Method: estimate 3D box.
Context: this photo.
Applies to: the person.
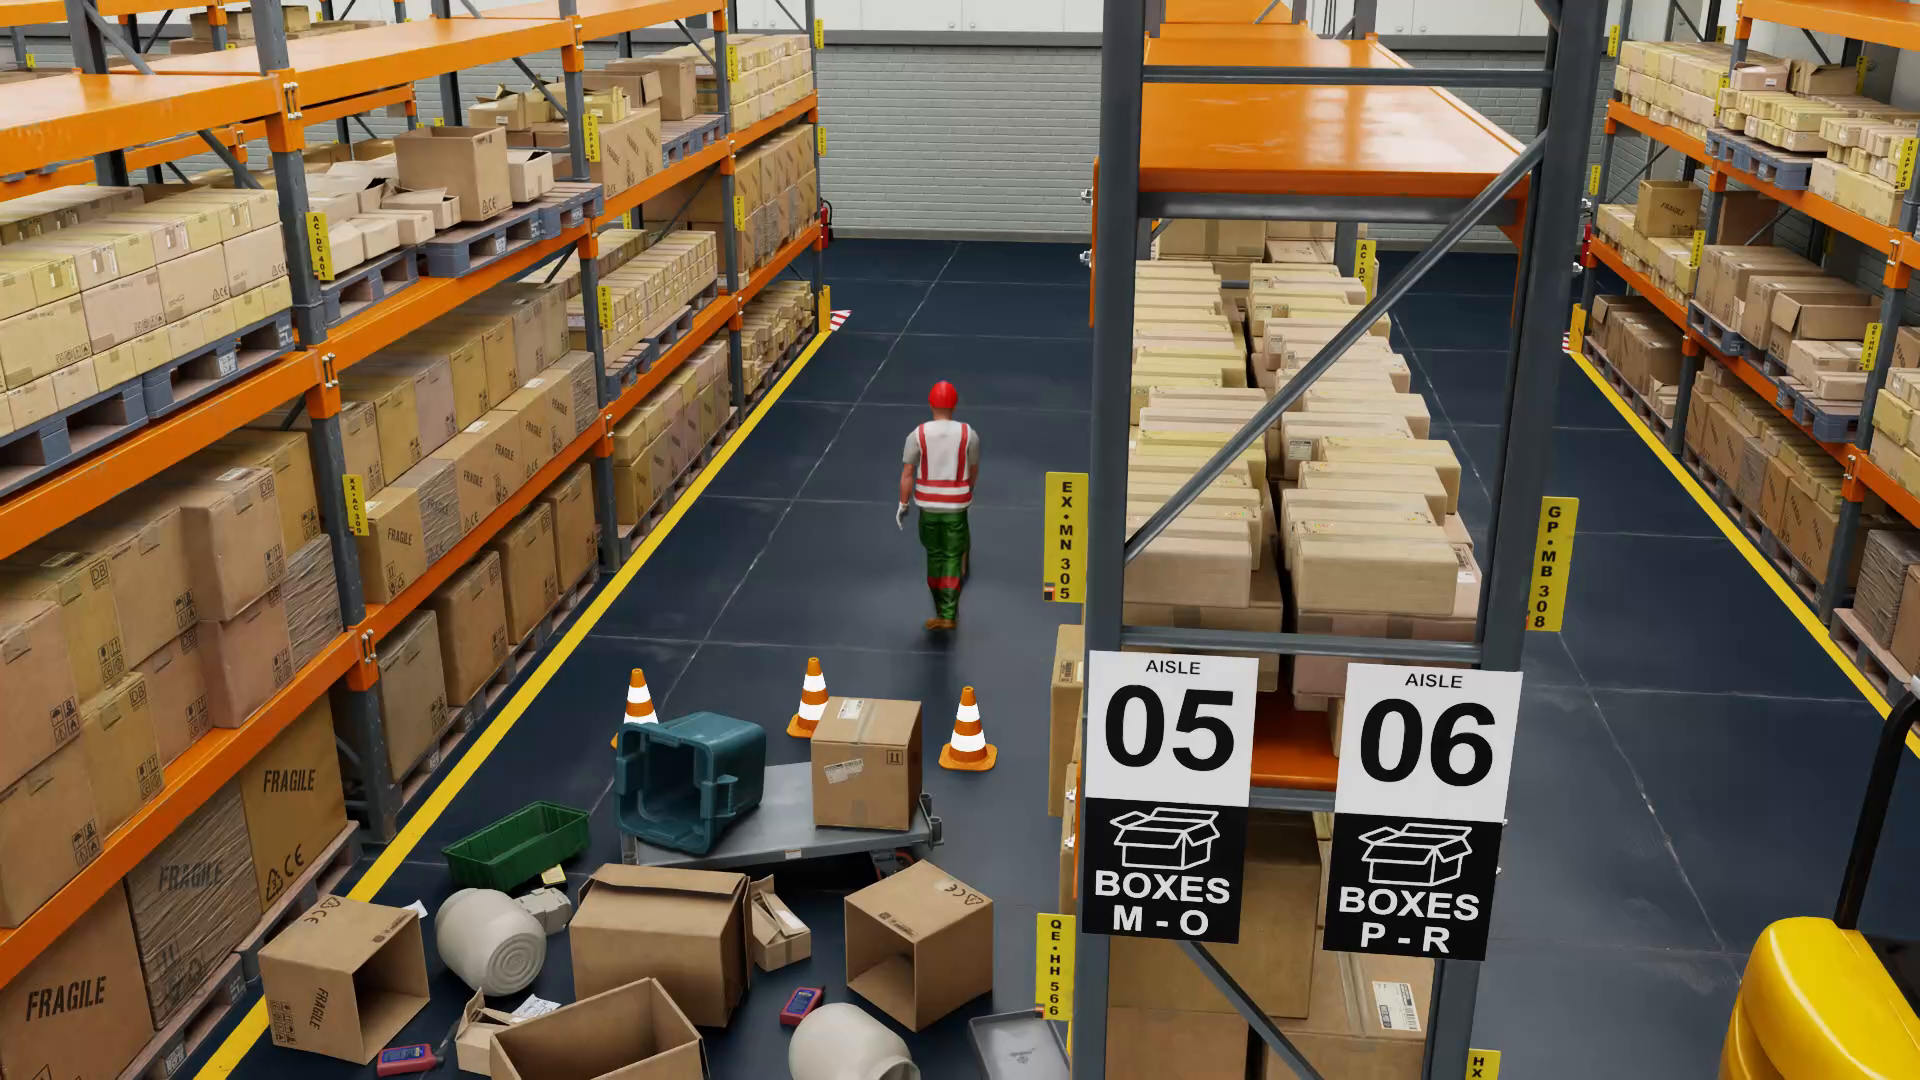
[{"bbox_3d":[-0.153,-0.231,11.650,0.580,1.784,0.760,2,21,5],"label":"person"}]
